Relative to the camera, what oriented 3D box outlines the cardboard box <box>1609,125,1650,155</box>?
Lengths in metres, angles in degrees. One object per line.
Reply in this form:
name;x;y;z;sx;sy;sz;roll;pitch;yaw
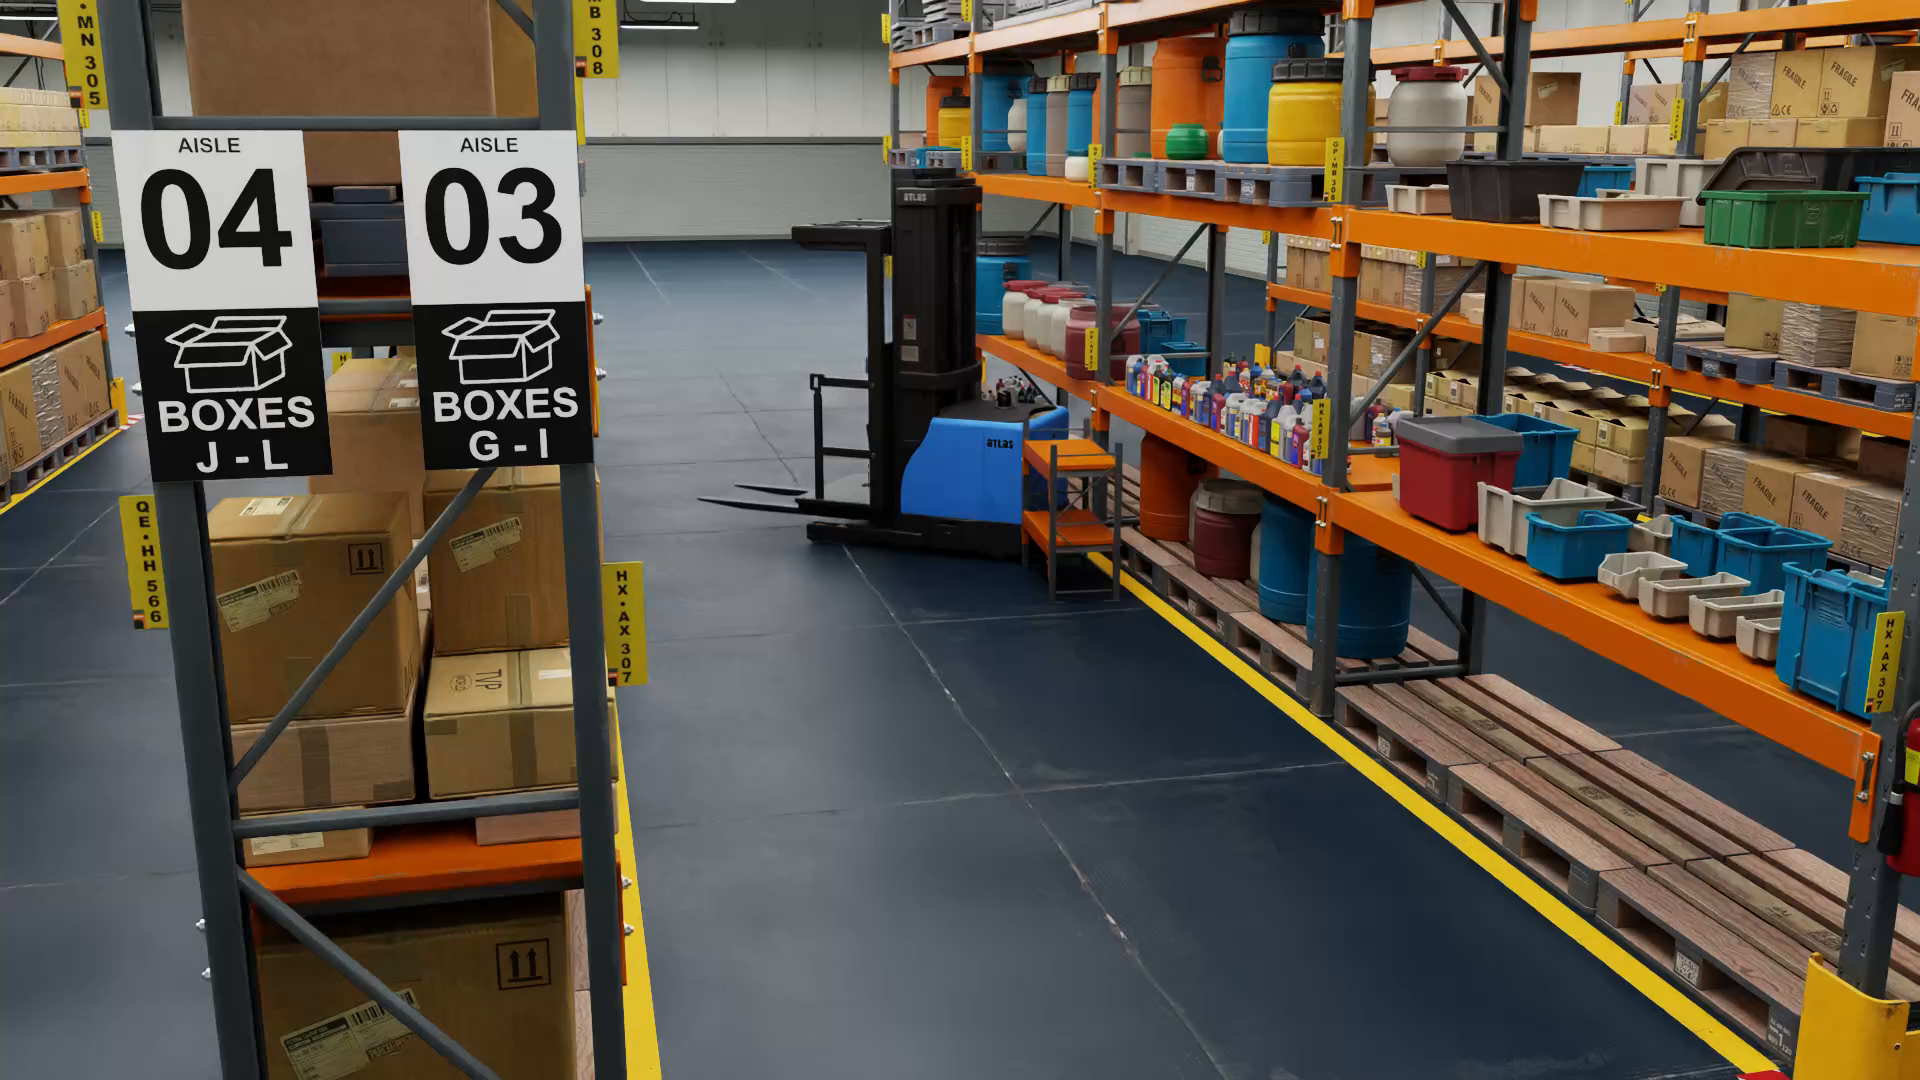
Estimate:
cardboard box;6.056;-3.503;14.555;0.500;0.250;0.500;-3;14;-12

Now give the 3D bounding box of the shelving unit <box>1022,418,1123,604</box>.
shelving unit;-10.380;-3.632;15.652;21.314;6.053;12.941;-2;14;-8

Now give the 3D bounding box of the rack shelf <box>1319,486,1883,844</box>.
rack shelf;2.951;0.316;7.330;1.077;0.370;4.000;-3;14;-13

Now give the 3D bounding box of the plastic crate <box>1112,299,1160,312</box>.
plastic crate;1.460;-1.839;14.498;0.402;0.464;0.583;-3;14;-13

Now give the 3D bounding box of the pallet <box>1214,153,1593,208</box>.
pallet;3.971;-2.764;12.499;6.095;0.211;6.140;-3;14;-13

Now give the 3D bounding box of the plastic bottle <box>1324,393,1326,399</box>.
plastic bottle;2.448;-0.878;10.973;0.097;0.271;0.097;0;14;0

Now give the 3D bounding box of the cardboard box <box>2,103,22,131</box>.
cardboard box;-9.139;-3.954;15.563;0.500;0.250;0.500;-3;14;-14

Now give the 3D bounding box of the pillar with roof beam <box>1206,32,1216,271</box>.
pillar with roof beam;1.886;-10.529;37.563;9.100;9.000;0.548;-3;14;-13

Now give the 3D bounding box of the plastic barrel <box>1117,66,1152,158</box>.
plastic barrel;1.560;-3.320;13.319;0.600;0.901;0.600;0;14;0

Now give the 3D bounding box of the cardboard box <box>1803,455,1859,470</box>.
cardboard box;6.927;-0.370;12.962;0.500;0.500;0.500;-4;14;-15

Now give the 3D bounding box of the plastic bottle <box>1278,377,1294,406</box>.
plastic bottle;2.223;-0.977;11.352;0.061;0.283;0.133;-3;14;-13

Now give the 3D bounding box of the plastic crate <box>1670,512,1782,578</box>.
plastic crate;3.303;0.032;7.203;0.416;0.233;0.300;-3;14;-13

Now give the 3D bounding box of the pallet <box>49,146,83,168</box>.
pallet;-9.812;-3.978;17.254;1.003;0.211;1.213;-3;14;-13

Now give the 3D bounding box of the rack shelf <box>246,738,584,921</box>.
rack shelf;-1.863;0.497;6.176;0.919;0.124;3.809;-3;14;-13

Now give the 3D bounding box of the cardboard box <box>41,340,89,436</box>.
cardboard box;-9.564;-1.550;17.044;0.875;0.875;0.875;-4;14;-14

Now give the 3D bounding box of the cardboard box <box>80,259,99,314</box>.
cardboard box;-9.865;-2.724;17.940;0.883;0.550;0.562;-3;14;-14

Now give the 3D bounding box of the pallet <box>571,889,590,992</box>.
pallet;-1.941;1.598;6.444;1.003;0.211;1.213;-3;14;-13

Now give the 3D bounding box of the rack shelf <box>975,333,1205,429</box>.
rack shelf;1.072;-1.530;14.884;1.077;0.370;4.000;-3;14;-13

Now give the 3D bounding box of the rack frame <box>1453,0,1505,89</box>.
rack frame;5.421;-5.530;17.102;0.949;2.616;0.053;-3;14;-13

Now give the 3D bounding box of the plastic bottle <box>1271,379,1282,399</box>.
plastic bottle;2.252;-1.036;11.766;0.097;0.201;0.097;0;14;0

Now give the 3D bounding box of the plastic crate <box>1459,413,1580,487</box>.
plastic crate;2.922;-0.428;8.764;0.392;0.384;0.575;-3;14;-13

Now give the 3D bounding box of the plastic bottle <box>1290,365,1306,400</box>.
plastic bottle;2.317;-1.022;11.392;0.144;0.351;0.185;-3;14;-13

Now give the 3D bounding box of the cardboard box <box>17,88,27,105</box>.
cardboard box;-9.169;-4.240;15.896;0.380;0.149;0.250;-3;14;-13

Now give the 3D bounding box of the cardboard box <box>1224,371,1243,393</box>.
cardboard box;1.805;-0.958;11.134;0.147;0.351;0.187;-4;14;-14

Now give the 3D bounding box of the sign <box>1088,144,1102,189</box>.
sign;1.009;-2.792;12.434;0.100;0.325;0.005;-3;14;-13

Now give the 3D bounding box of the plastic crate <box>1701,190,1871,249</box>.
plastic crate;2.912;-1.138;5.891;0.450;0.188;0.336;-3;14;-13

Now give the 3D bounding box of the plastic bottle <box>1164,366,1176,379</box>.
plastic bottle;1.498;-1.106;11.904;0.097;0.271;0.097;0;14;0

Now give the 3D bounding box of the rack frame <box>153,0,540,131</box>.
rack frame;-1.397;-2.210;3.513;0.949;2.616;0.053;-3;14;-13

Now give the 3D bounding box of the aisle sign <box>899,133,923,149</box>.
aisle sign;-0.639;-4.526;20.156;0.394;0.787;0.004;-3;14;-13

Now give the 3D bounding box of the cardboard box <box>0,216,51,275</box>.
cardboard box;-9.478;-2.870;16.264;0.875;0.550;0.500;-3;14;-13

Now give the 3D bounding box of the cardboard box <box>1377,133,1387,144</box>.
cardboard box;4.869;-4.486;18.497;0.380;0.149;0.250;-3;14;-13

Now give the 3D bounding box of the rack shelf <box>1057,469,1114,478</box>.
rack shelf;0.792;-0.568;11.918;0.416;0.054;0.922;-2;14;-8

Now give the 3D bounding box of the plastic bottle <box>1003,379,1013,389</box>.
plastic bottle;0.553;-1.695;18.856;0.152;0.276;0.135;-3;14;-13

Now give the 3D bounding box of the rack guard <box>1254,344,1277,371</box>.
rack guard;4.473;-2.330;21.910;1.175;0.500;0.348;-3;14;-13

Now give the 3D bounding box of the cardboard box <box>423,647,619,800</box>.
cardboard box;-1.244;0.506;4.723;0.500;0.250;0.500;-4;14;-15

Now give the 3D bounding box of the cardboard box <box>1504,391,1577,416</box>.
cardboard box;5.635;-1.293;16.125;0.500;0.311;0.500;-3;14;-12

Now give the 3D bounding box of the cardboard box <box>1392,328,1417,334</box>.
cardboard box;5.379;-2.203;19.454;0.500;0.500;0.500;-3;14;-13

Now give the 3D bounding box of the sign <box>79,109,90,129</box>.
sign;-9.466;-4.610;17.957;0.100;0.325;0.005;-3;14;-13

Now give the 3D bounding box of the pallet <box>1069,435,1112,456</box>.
pallet;0.825;-0.807;16.285;1.003;0.211;1.213;-3;14;-13

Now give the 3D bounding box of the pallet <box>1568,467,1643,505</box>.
pallet;6.202;-0.530;15.153;1.003;0.211;1.213;-3;14;-13

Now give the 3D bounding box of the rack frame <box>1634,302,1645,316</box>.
rack frame;9.290;-3.815;22.723;0.949;2.616;0.053;-3;14;-13

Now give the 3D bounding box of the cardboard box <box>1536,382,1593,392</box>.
cardboard box;6.035;-1.444;16.745;0.500;0.311;0.500;-3;14;-13

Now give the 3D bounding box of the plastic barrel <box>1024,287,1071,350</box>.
plastic barrel;0.786;-2.004;15.024;0.433;0.535;0.433;0;14;0

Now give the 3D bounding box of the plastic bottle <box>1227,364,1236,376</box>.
plastic bottle;2.061;-1.224;12.536;0.097;0.201;0.097;0;14;0

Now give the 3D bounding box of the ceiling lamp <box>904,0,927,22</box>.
ceiling lamp;-0.662;-15.205;44.403;2.000;3.185;0.800;-3;14;-13

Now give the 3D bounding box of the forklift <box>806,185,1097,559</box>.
forklift;0.176;-6.482;33.971;17.870;2.843;40.949;6;15;22

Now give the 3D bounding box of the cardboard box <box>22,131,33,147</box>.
cardboard box;-9.169;-3.853;15.990;0.380;0.149;0.250;-3;14;-12

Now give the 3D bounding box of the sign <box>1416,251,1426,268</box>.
sign;4.879;-3.043;17.573;0.100;0.325;0.005;-3;14;-13

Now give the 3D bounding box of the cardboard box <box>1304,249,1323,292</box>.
cardboard box;4.704;-3.358;20.640;0.700;0.500;0.500;-3;14;-12

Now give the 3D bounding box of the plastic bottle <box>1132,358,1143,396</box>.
plastic bottle;1.330;-1.209;12.327;0.097;0.271;0.097;0;14;0

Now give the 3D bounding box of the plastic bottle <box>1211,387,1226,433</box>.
plastic bottle;1.686;-0.847;10.820;0.061;0.283;0.133;-3;14;-13

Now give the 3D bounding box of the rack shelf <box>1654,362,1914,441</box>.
rack shelf;6.827;-0.882;12.233;1.077;0.370;4.000;-3;14;-13

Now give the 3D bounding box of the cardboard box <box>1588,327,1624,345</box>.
cardboard box;6.003;-1.862;15.257;0.380;0.149;0.250;-2;14;-9

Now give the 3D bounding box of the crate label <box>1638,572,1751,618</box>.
crate label;2.910;0.218;6.643;0.396;0.136;0.243;-3;14;-13

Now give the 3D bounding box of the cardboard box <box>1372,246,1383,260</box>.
cardboard box;4.909;-3.265;18.894;0.380;0.149;0.250;-3;14;-13

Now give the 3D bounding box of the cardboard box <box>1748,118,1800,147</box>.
cardboard box;6.613;-2.982;12.783;0.910;0.500;0.500;-3;14;-13
